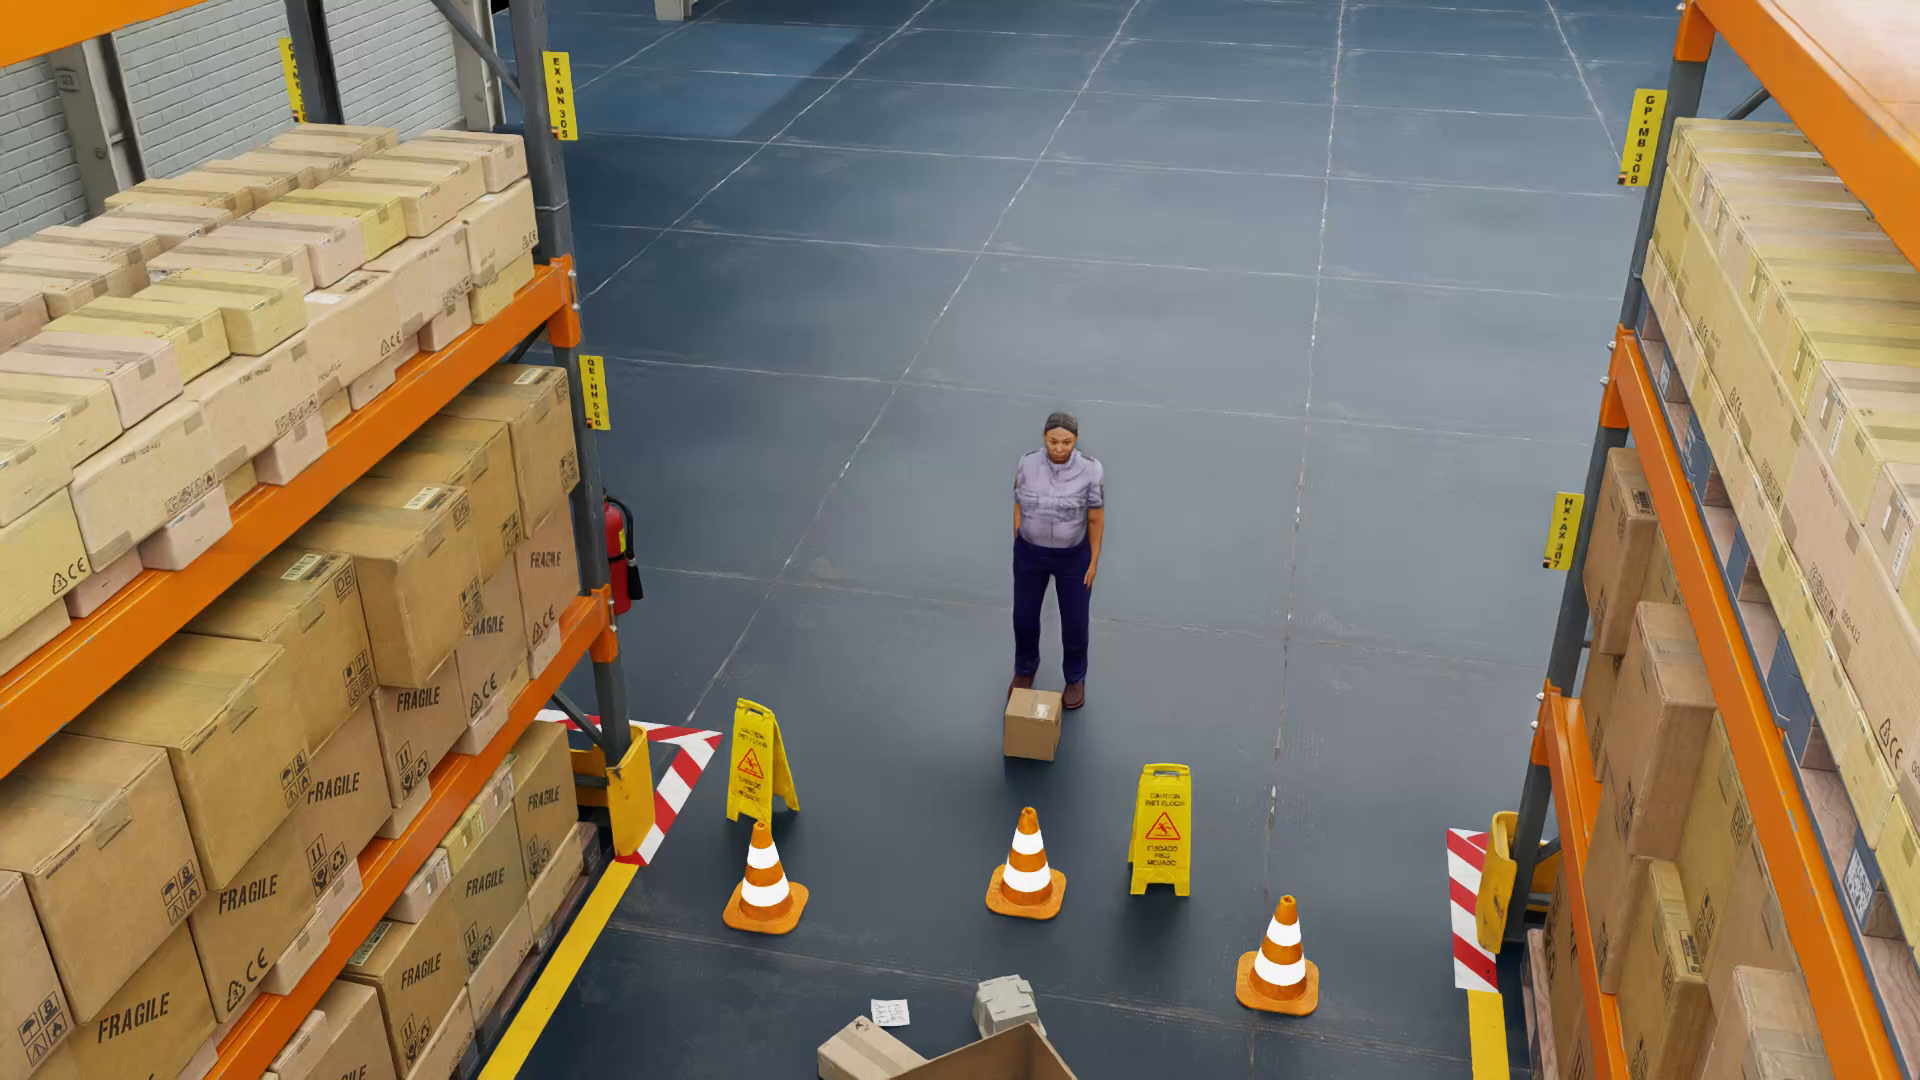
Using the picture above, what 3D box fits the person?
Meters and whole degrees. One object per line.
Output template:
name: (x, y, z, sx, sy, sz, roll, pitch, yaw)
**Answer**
person: (0.490, 0.100, 8.457, 0.469, 1.643, 0.342, 7, 30, 12)
